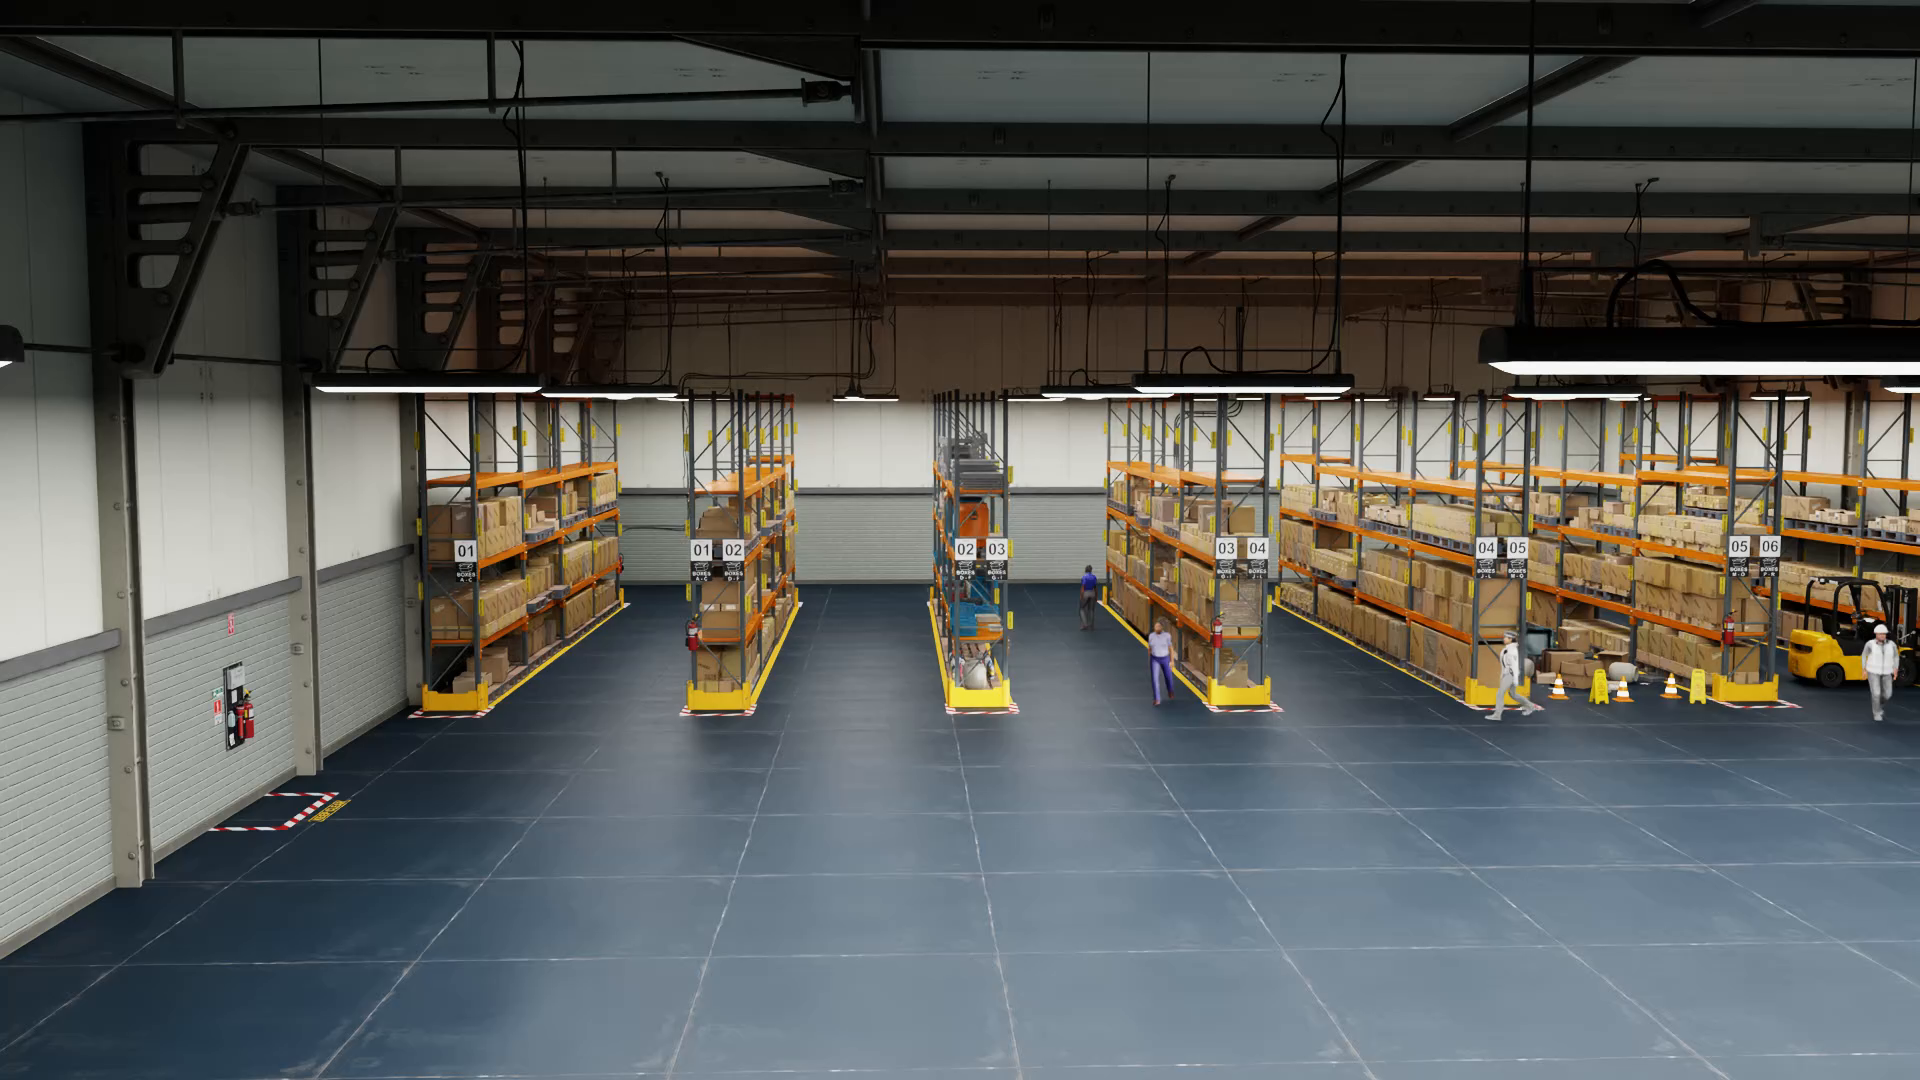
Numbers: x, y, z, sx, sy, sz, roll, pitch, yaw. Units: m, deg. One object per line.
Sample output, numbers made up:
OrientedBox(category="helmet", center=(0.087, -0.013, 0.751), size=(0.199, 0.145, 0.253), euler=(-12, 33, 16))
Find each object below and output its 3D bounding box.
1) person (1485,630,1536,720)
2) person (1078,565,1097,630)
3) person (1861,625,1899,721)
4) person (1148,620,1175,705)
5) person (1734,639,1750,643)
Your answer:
OrientedBox(category="person", center=(9.986, 2.437, 30.079), size=(0.970, 1.642, 0.486), euler=(0, 5, -1))
OrientedBox(category="person", center=(3.246, 1.475, 42.246), size=(0.501, 1.675, 0.356), euler=(-2, 5, -26))
OrientedBox(category="person", center=(16.712, 2.389, 30.239), size=(0.602, 1.755, 0.652), euler=(1, 5, 13))
OrientedBox(category="person", center=(3.856, 2.316, 31.868), size=(0.502, 1.607, 0.889), euler=(1, 5, 13))
OrientedBox(category="person", center=(17.115, 1.944, 36.325), size=(0.594, 1.647, 0.776), euler=(-1, 5, -14))
